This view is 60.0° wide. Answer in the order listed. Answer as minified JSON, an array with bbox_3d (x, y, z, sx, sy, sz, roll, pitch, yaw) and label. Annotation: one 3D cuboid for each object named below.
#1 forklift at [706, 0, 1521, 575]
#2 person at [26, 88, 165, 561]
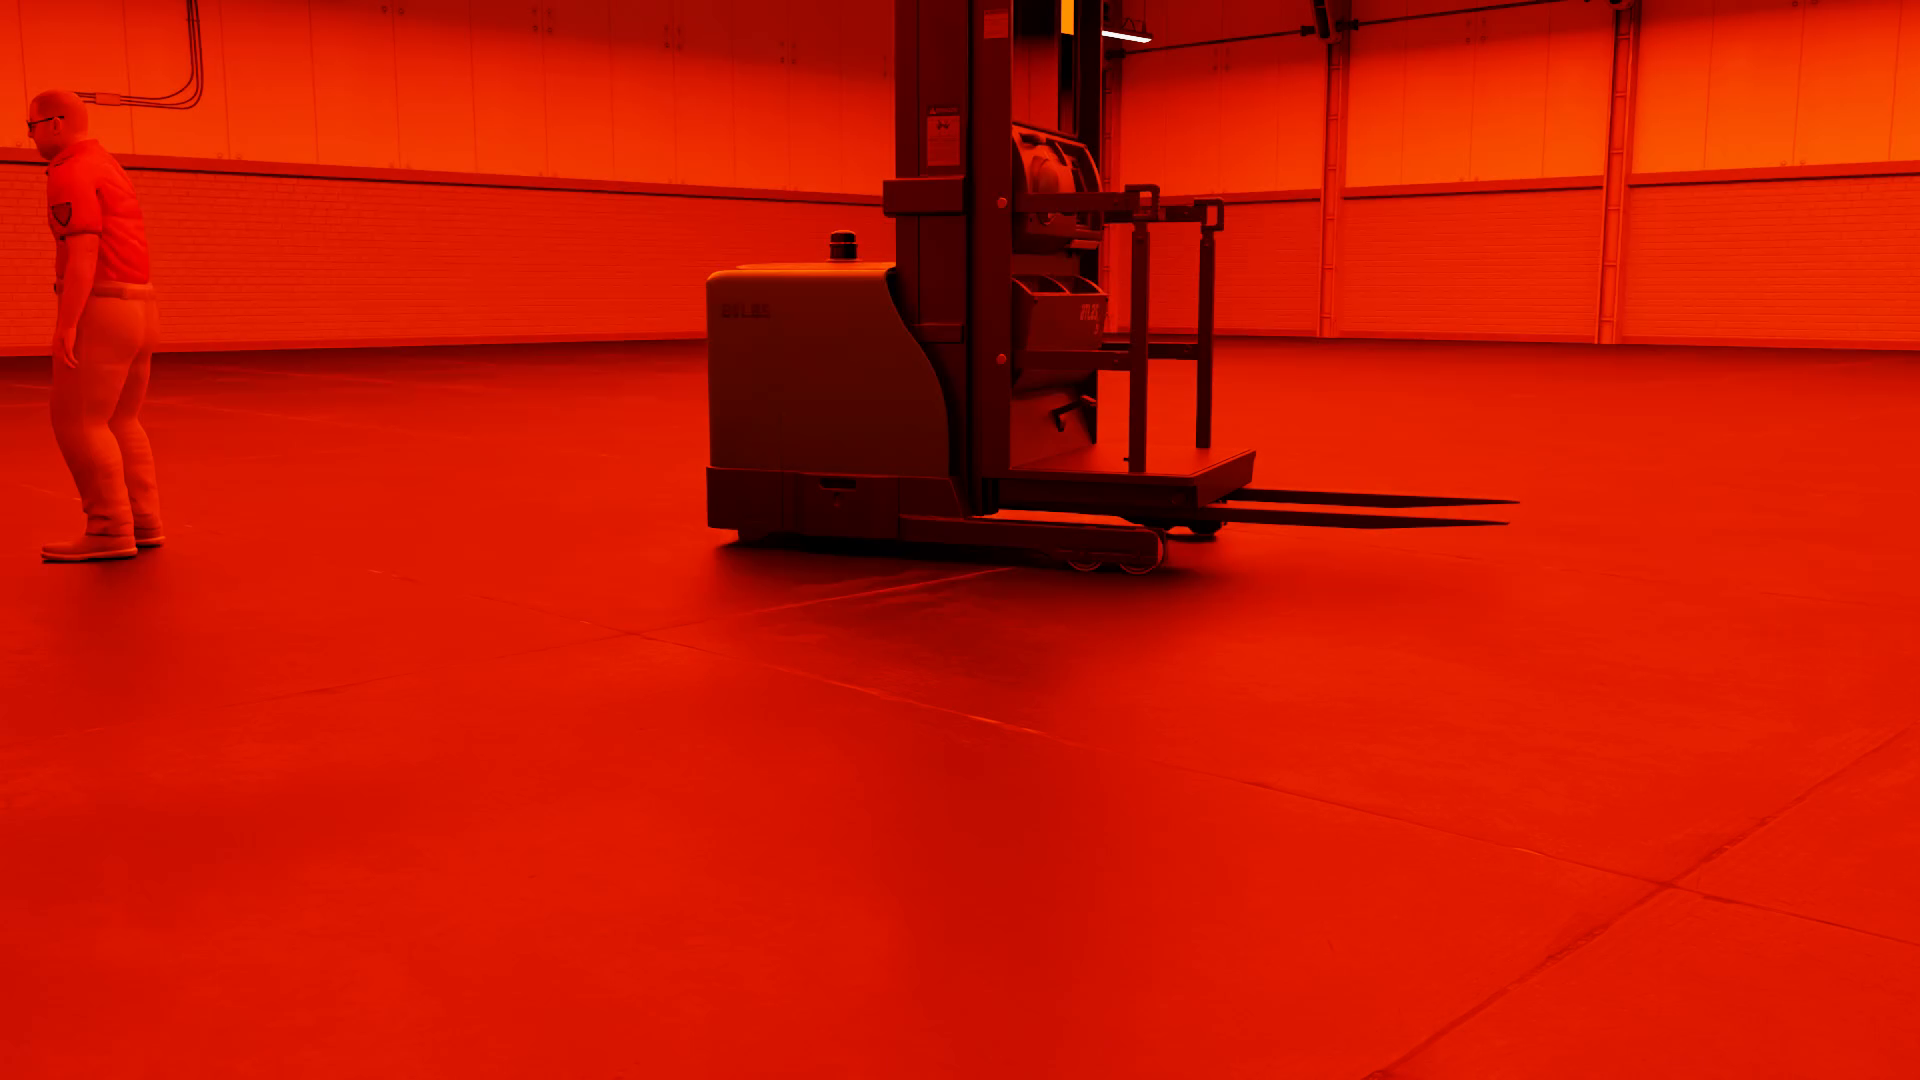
[{"bbox_3d":[0.565,-1.416,6.275,3.031,2.935,1.130,3,9,22],"label":"forklift"},{"bbox_3d":[-3.250,-0.803,6.248,0.399,1.725,0.598,-1,9,-8],"label":"person"}]
